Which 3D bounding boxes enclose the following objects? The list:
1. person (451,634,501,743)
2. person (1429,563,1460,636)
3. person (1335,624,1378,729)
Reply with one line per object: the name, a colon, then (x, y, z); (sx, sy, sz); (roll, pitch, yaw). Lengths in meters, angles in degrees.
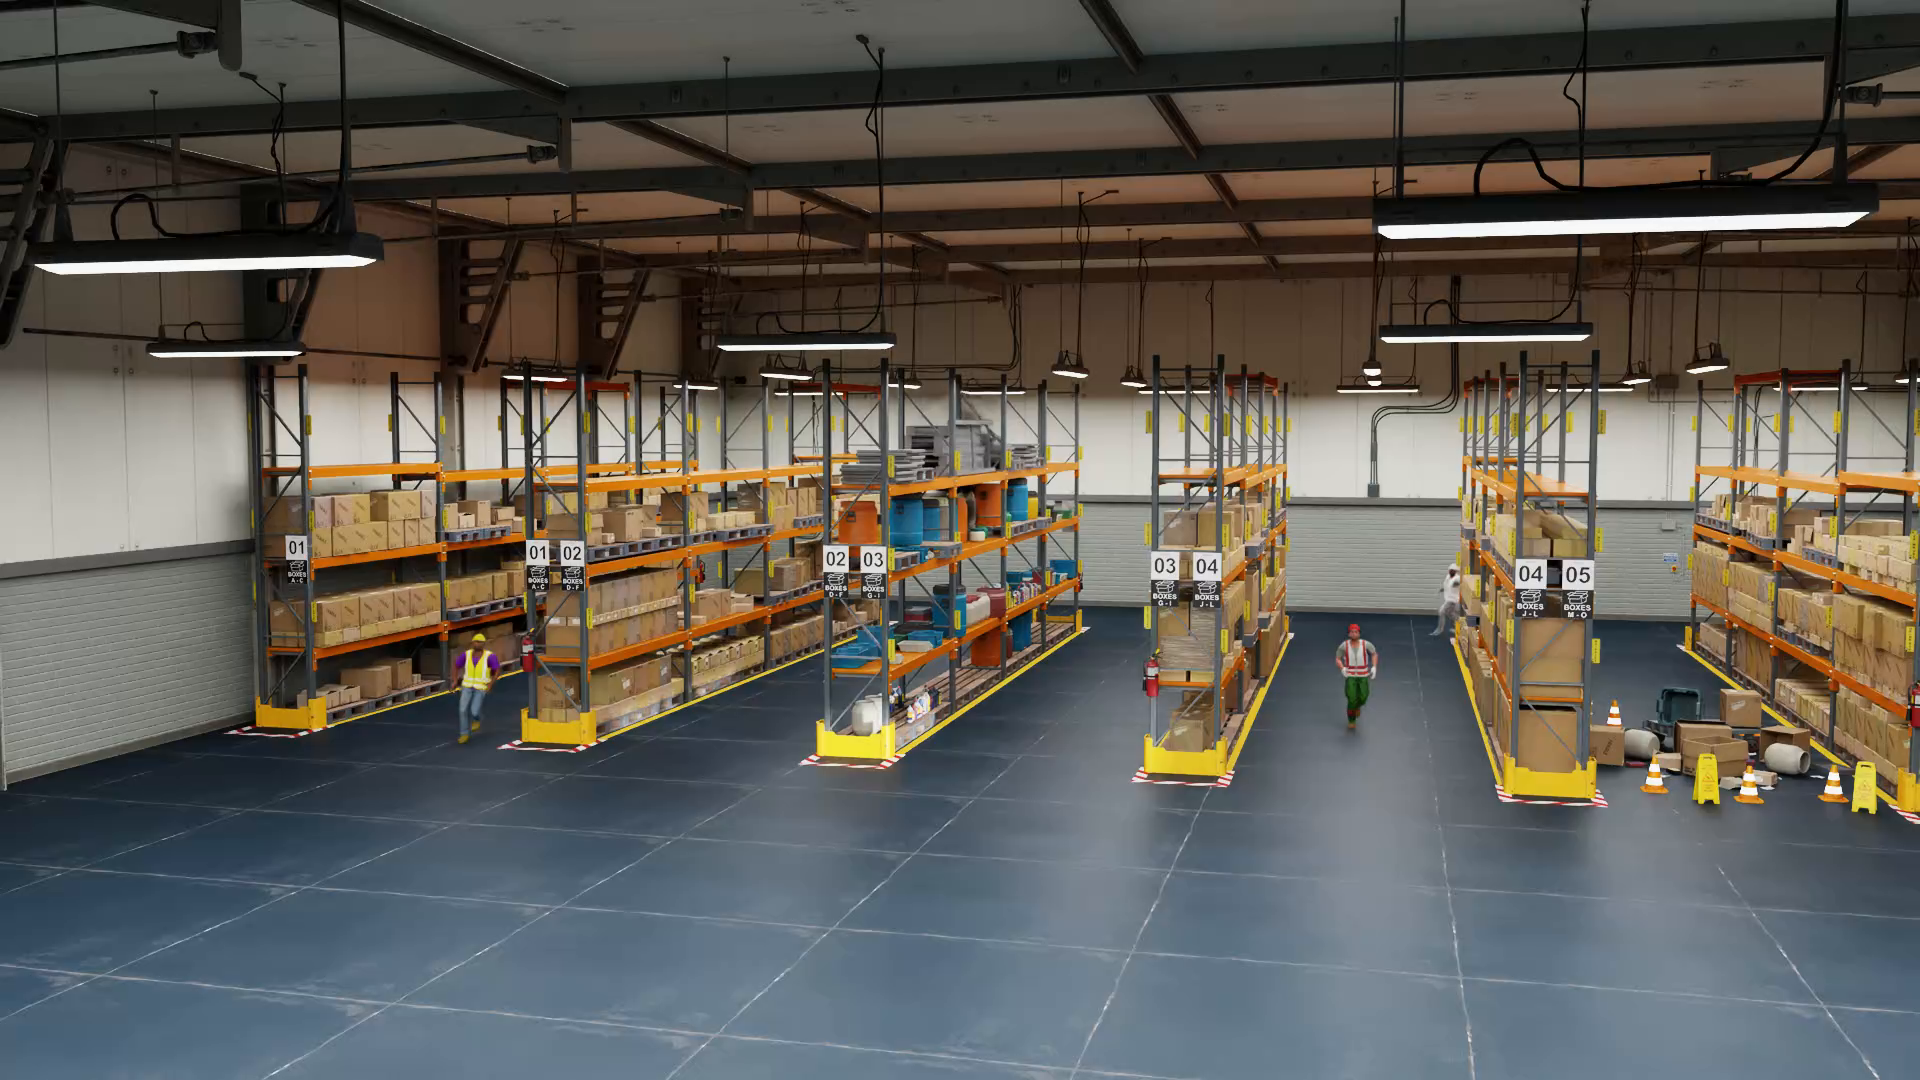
person: (-7.706, 2.340, 26.482); (0.747, 1.720, 0.590); (0, 4, -2)
person: (11.607, 1.421, 39.349); (0.805, 1.766, 0.819); (0, 4, -4)
person: (6.529, 2.250, 27.396); (0.688, 1.744, 0.665); (1, 4, 10)
